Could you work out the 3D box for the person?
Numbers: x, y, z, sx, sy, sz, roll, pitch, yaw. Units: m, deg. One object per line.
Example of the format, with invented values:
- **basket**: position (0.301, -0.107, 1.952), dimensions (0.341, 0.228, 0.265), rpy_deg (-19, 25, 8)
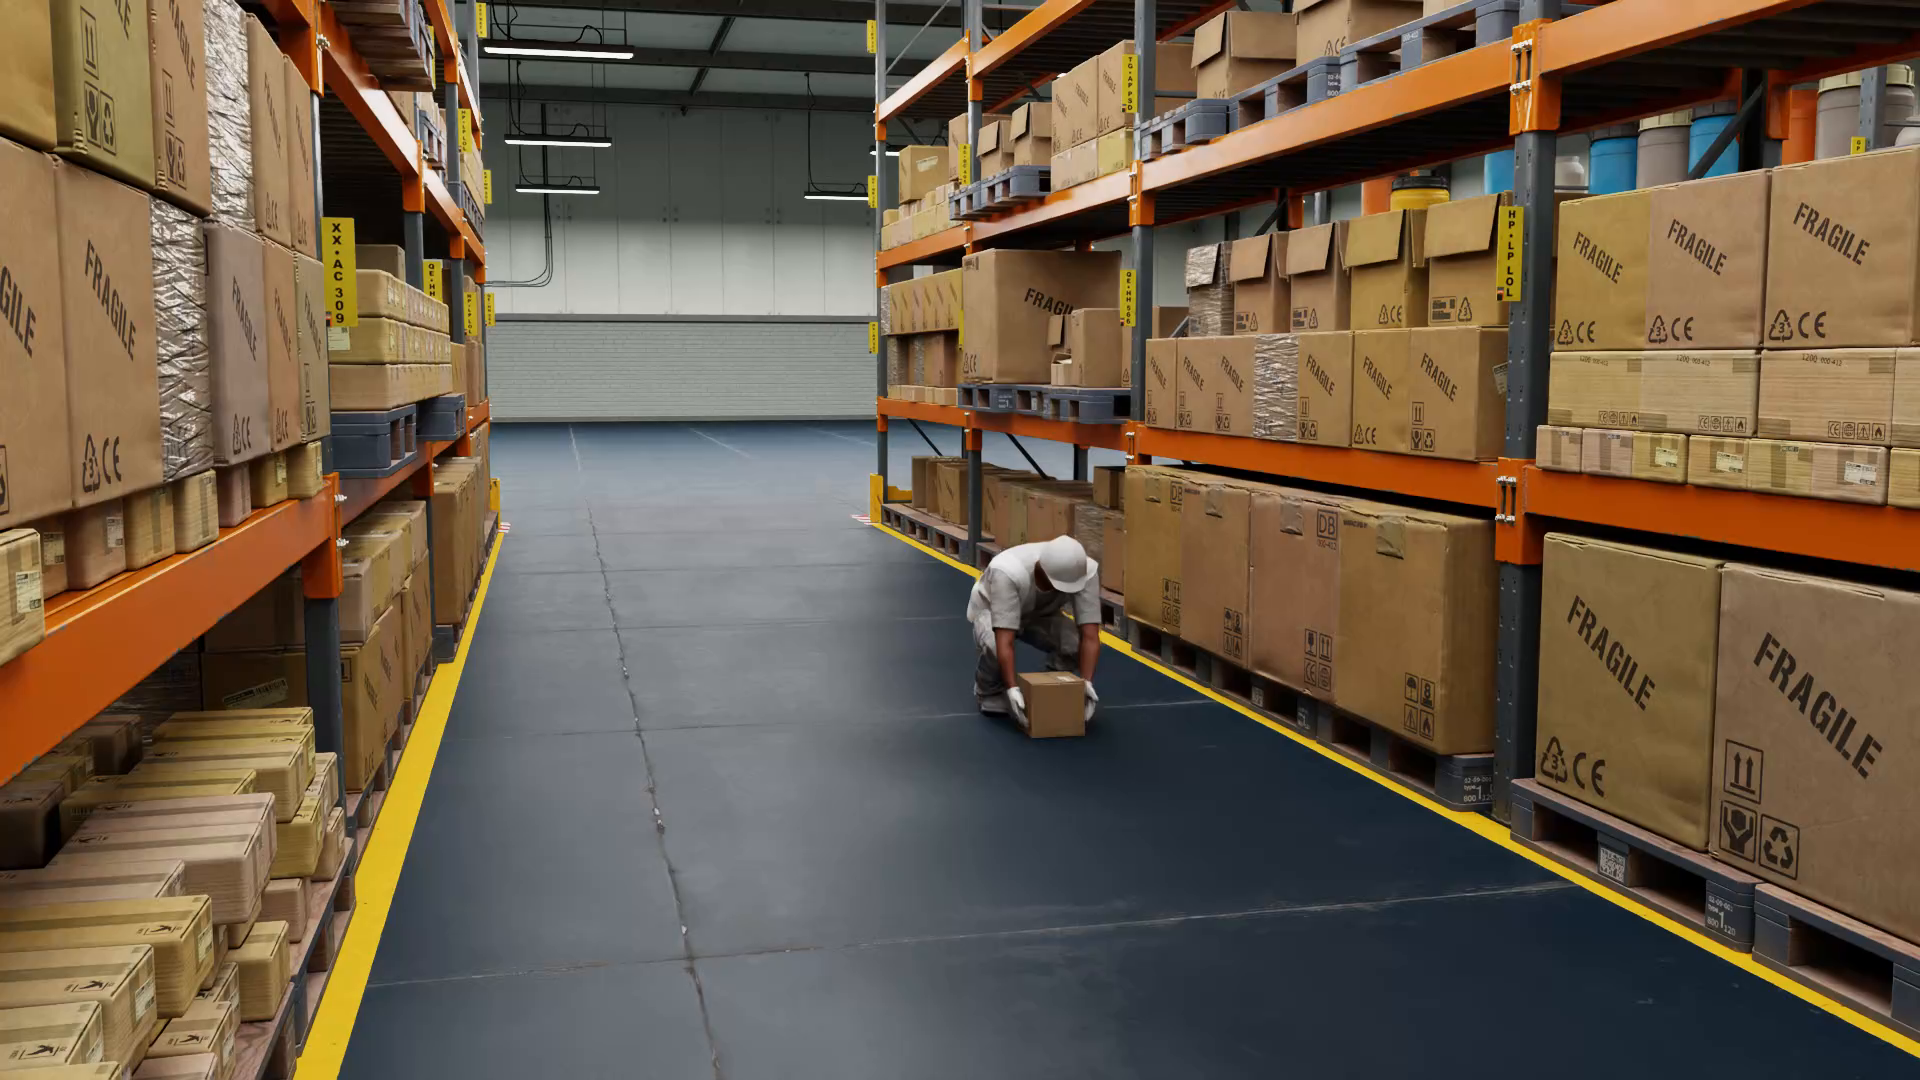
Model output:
- **person**: position (0.352, 0.391, 7.851), dimensions (0.578, 0.896, 0.911), rpy_deg (-1, 6, -14)
